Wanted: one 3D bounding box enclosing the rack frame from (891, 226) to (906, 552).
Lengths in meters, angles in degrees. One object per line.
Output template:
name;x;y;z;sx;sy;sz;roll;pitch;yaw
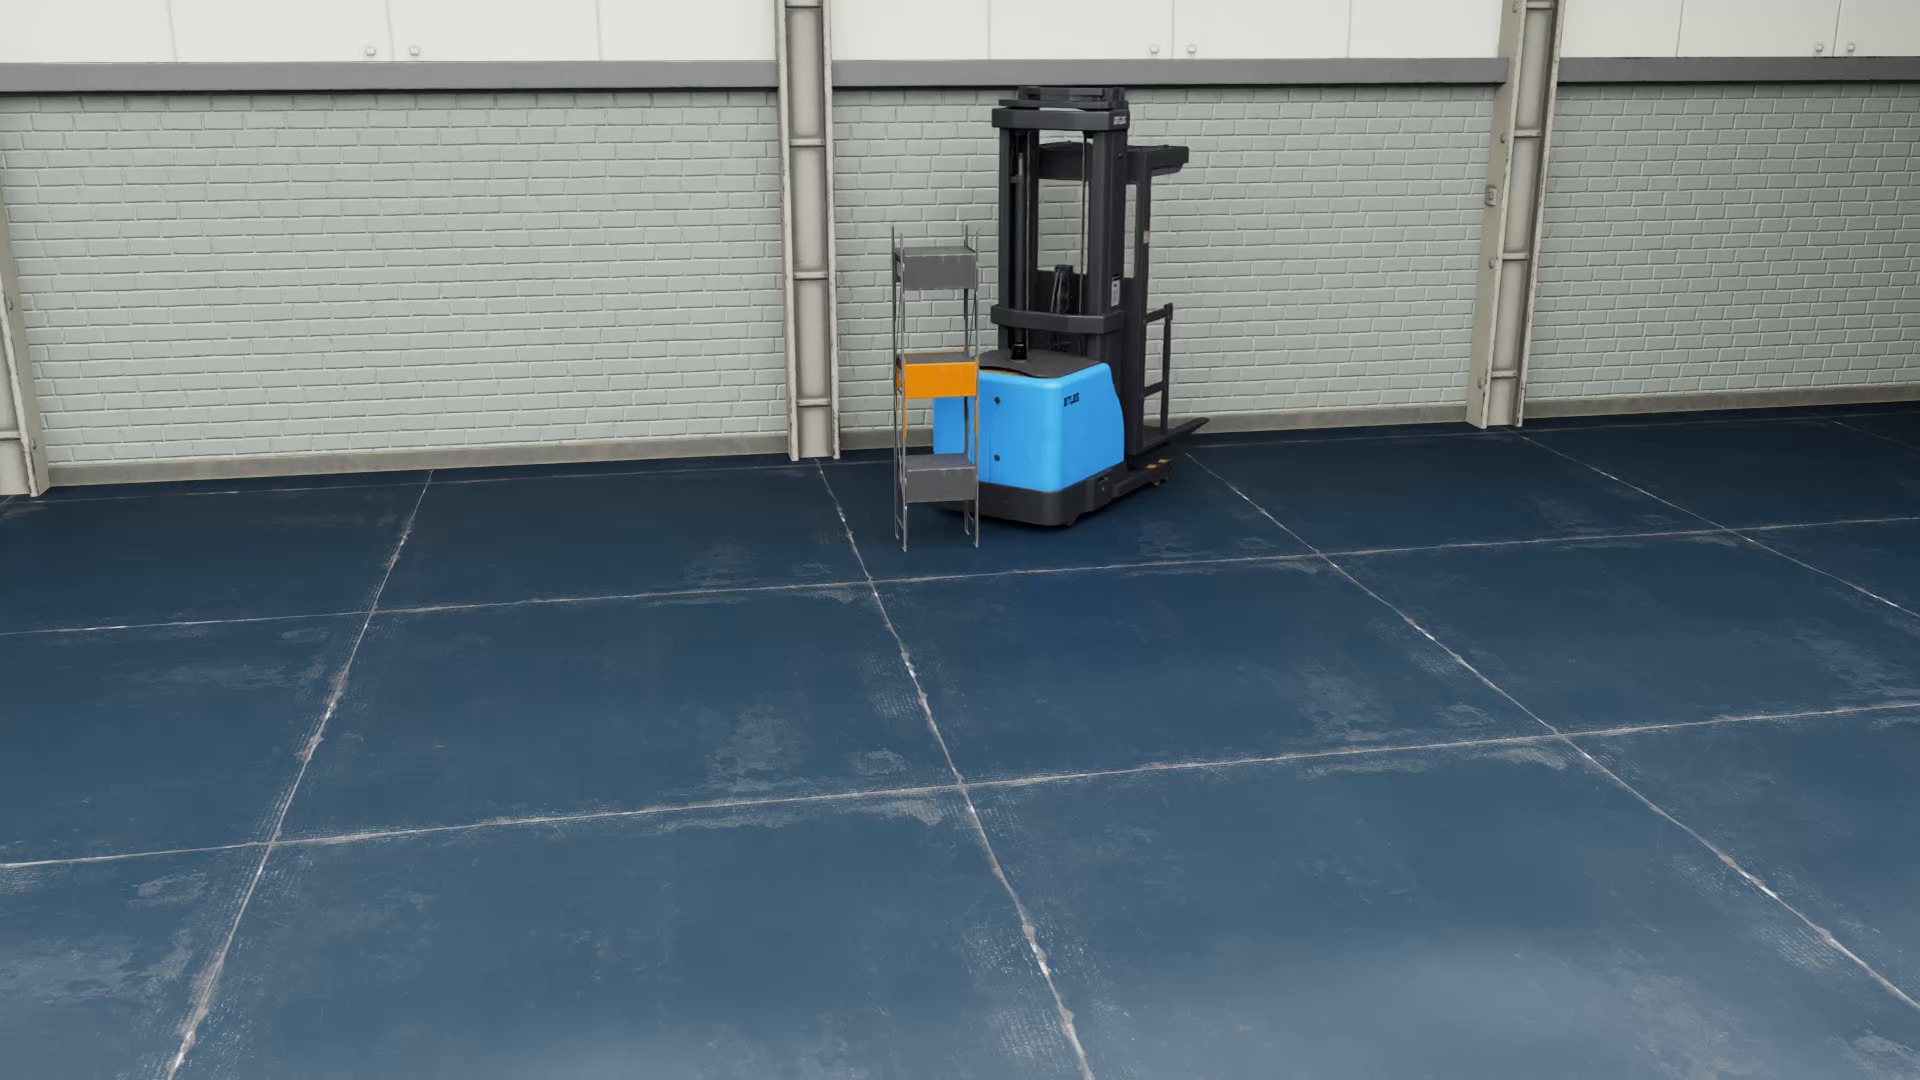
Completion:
rack frame;-0.402;-0.981;10.929;0.015;2.100;0.400;-3;17;-10

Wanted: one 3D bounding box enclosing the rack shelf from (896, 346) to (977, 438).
rack shelf;-0.163;-0.981;10.978;0.480;0.518;0.431;-3;17;-10

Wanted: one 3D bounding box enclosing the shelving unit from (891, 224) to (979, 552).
shelving unit;-0.163;-0.995;10.974;0.503;2.100;0.431;-3;17;-10

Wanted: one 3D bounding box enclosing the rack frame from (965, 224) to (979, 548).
rack frame;0.077;-1.008;11.018;0.015;2.100;0.400;-3;17;-10

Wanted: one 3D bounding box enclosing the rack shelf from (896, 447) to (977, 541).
rack shelf;-0.163;-0.312;11.183;0.480;0.518;0.431;-3;17;-10

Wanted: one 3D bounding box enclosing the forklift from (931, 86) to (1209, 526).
forklift;0.998;-1.875;12.424;1.130;2.935;3.031;10;20;30

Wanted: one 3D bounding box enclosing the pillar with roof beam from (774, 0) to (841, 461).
pillar with roof beam;-0.375;-3.754;8.209;0.400;9.000;9.100;-3;17;-10

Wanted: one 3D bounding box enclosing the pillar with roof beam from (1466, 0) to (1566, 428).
pillar with roof beam;5.516;-4.089;9.297;0.400;9.000;9.100;-3;17;-10

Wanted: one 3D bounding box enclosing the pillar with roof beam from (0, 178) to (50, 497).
pillar with roof beam;-6.266;-3.420;7.121;0.400;9.000;9.100;-3;17;-10

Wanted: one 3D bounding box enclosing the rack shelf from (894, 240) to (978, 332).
rack shelf;-0.163;-1.651;10.772;0.480;0.518;0.431;-3;17;-10
